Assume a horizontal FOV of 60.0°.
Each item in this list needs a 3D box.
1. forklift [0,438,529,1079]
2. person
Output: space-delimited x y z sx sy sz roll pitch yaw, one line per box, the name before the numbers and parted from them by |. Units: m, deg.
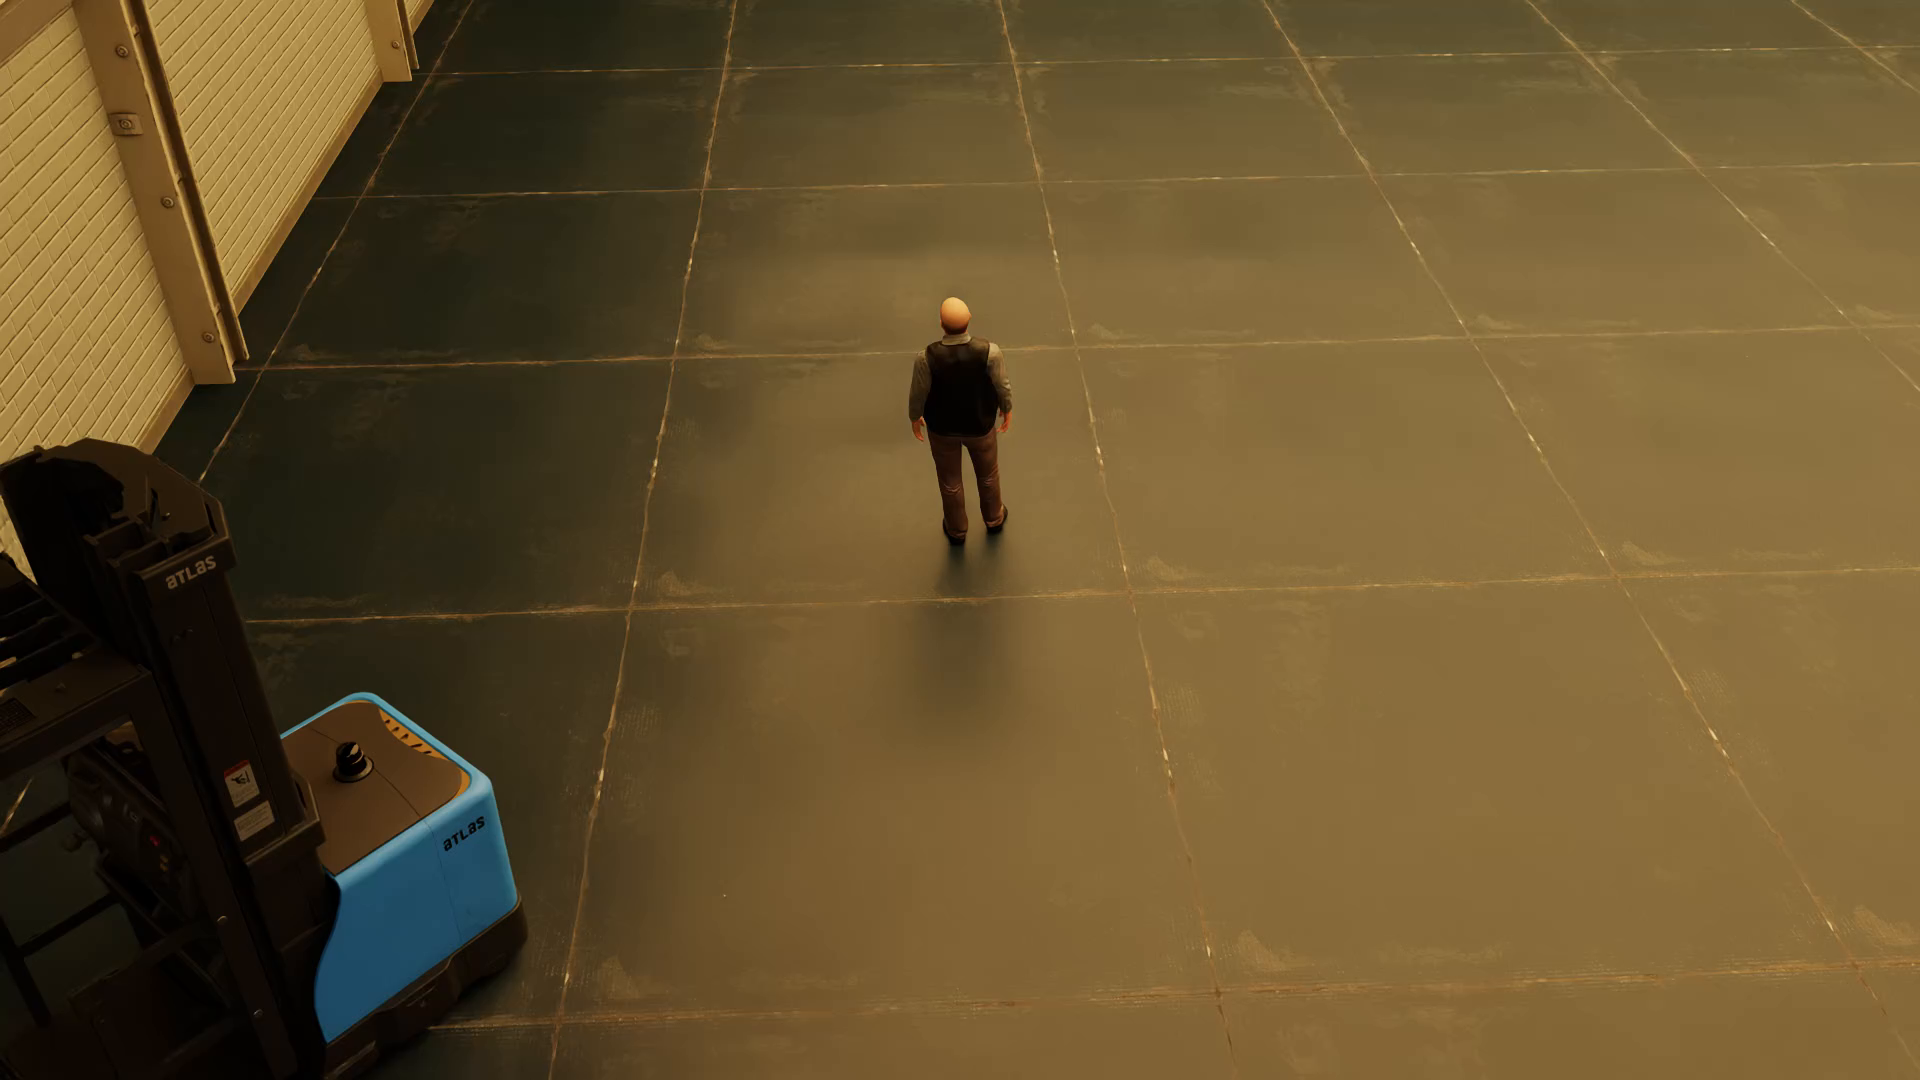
forklift | -3.363 1.212 6.347 1.130 2.935 3.031 26 44 31
person | 0.005 -0.738 10.039 0.632 1.720 0.568 -2 36 -2
